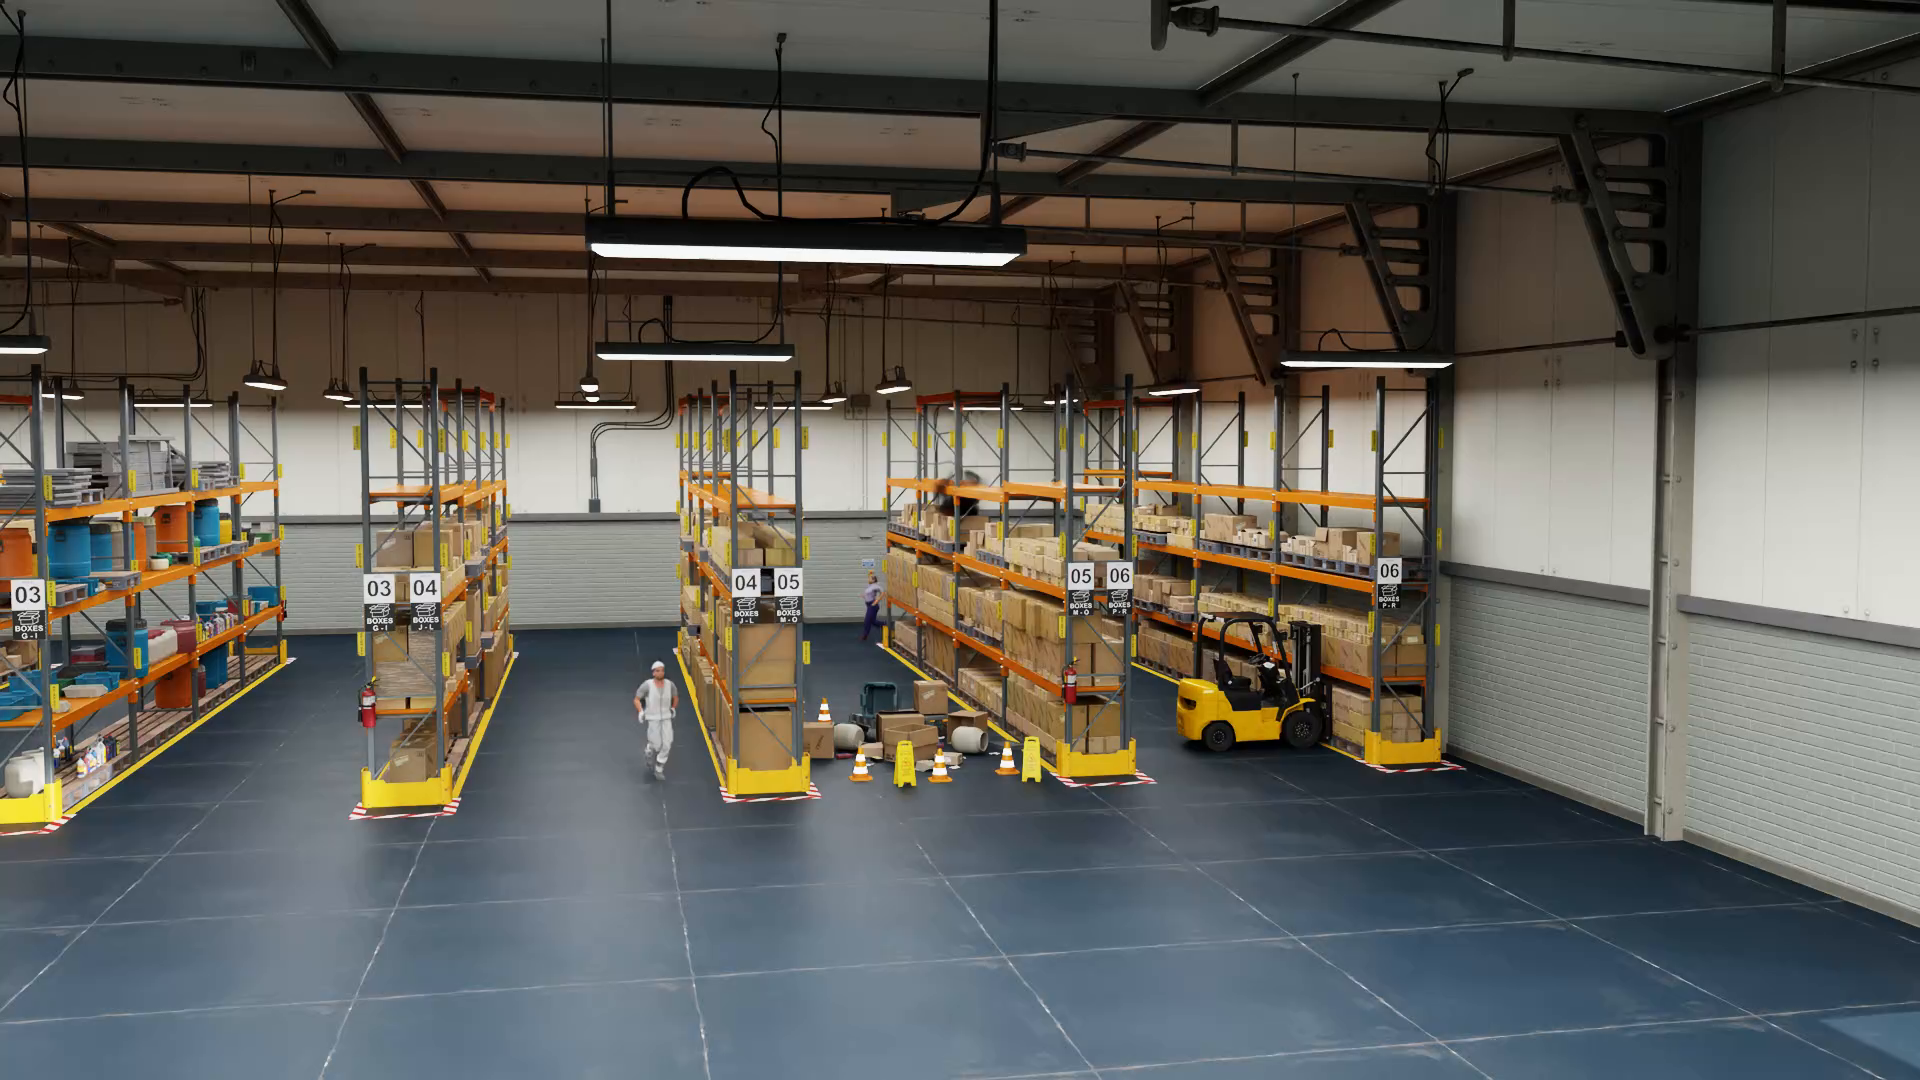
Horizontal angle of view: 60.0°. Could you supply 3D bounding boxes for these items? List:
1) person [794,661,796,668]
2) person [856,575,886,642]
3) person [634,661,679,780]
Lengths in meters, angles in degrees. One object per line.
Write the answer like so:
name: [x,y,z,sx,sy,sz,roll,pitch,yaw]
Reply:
person: [-3.698,2.067,35.929,0.582,1.614,0.561,-1,4,-15]
person: [-2.188,1.696,41.622,0.894,1.649,0.606,-1,4,-19]
person: [-4.489,2.674,24.746,0.667,1.751,0.598,-2,4,-27]
